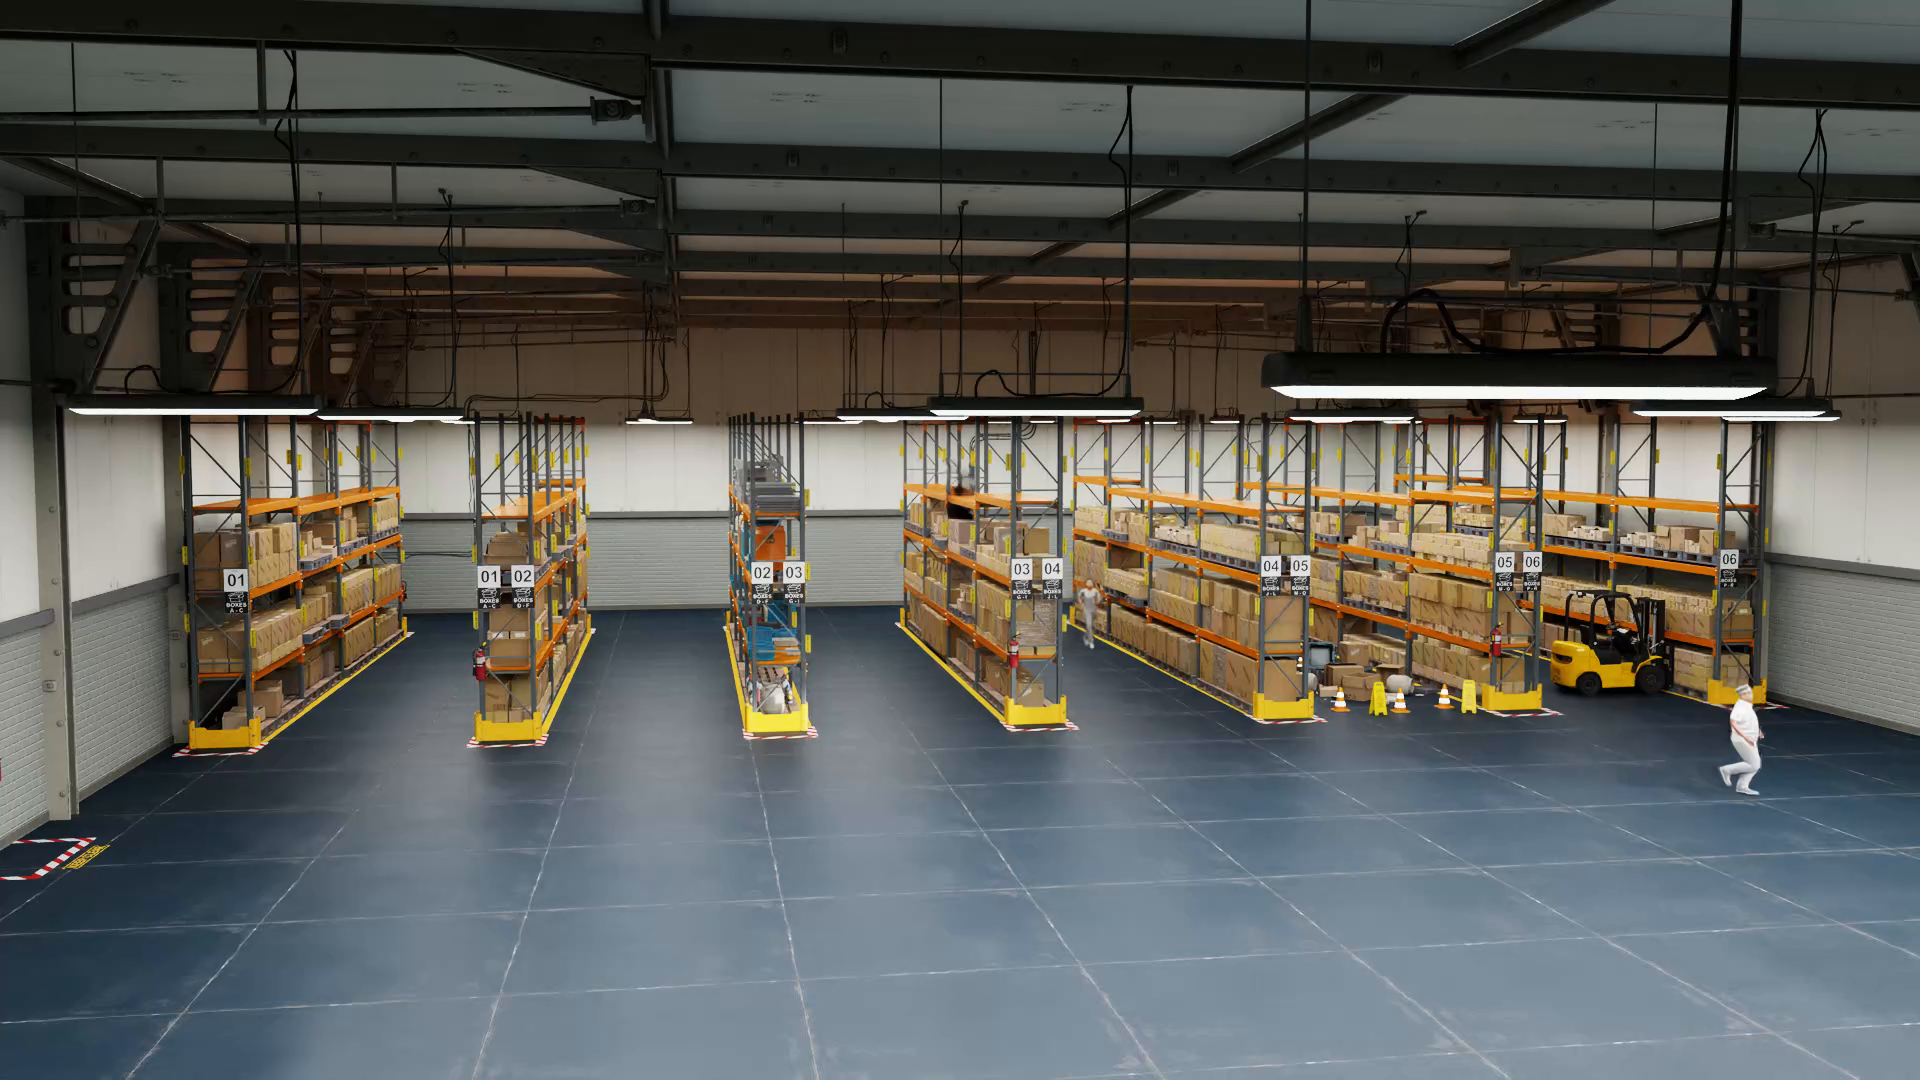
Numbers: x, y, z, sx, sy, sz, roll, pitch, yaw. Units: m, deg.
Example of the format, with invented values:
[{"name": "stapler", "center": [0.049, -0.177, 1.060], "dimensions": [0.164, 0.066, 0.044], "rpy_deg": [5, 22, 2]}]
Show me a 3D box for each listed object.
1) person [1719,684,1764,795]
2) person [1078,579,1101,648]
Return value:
[{"name": "person", "center": [12.201, 3.097, 25.937], "dimensions": [0.599, 1.741, 0.670], "rpy_deg": [2, 5, 31]}, {"name": "person", "center": [3.230, 1.794, 41.222], "dimensions": [0.558, 1.692, 0.835], "rpy_deg": [-1, 4, -10]}]
